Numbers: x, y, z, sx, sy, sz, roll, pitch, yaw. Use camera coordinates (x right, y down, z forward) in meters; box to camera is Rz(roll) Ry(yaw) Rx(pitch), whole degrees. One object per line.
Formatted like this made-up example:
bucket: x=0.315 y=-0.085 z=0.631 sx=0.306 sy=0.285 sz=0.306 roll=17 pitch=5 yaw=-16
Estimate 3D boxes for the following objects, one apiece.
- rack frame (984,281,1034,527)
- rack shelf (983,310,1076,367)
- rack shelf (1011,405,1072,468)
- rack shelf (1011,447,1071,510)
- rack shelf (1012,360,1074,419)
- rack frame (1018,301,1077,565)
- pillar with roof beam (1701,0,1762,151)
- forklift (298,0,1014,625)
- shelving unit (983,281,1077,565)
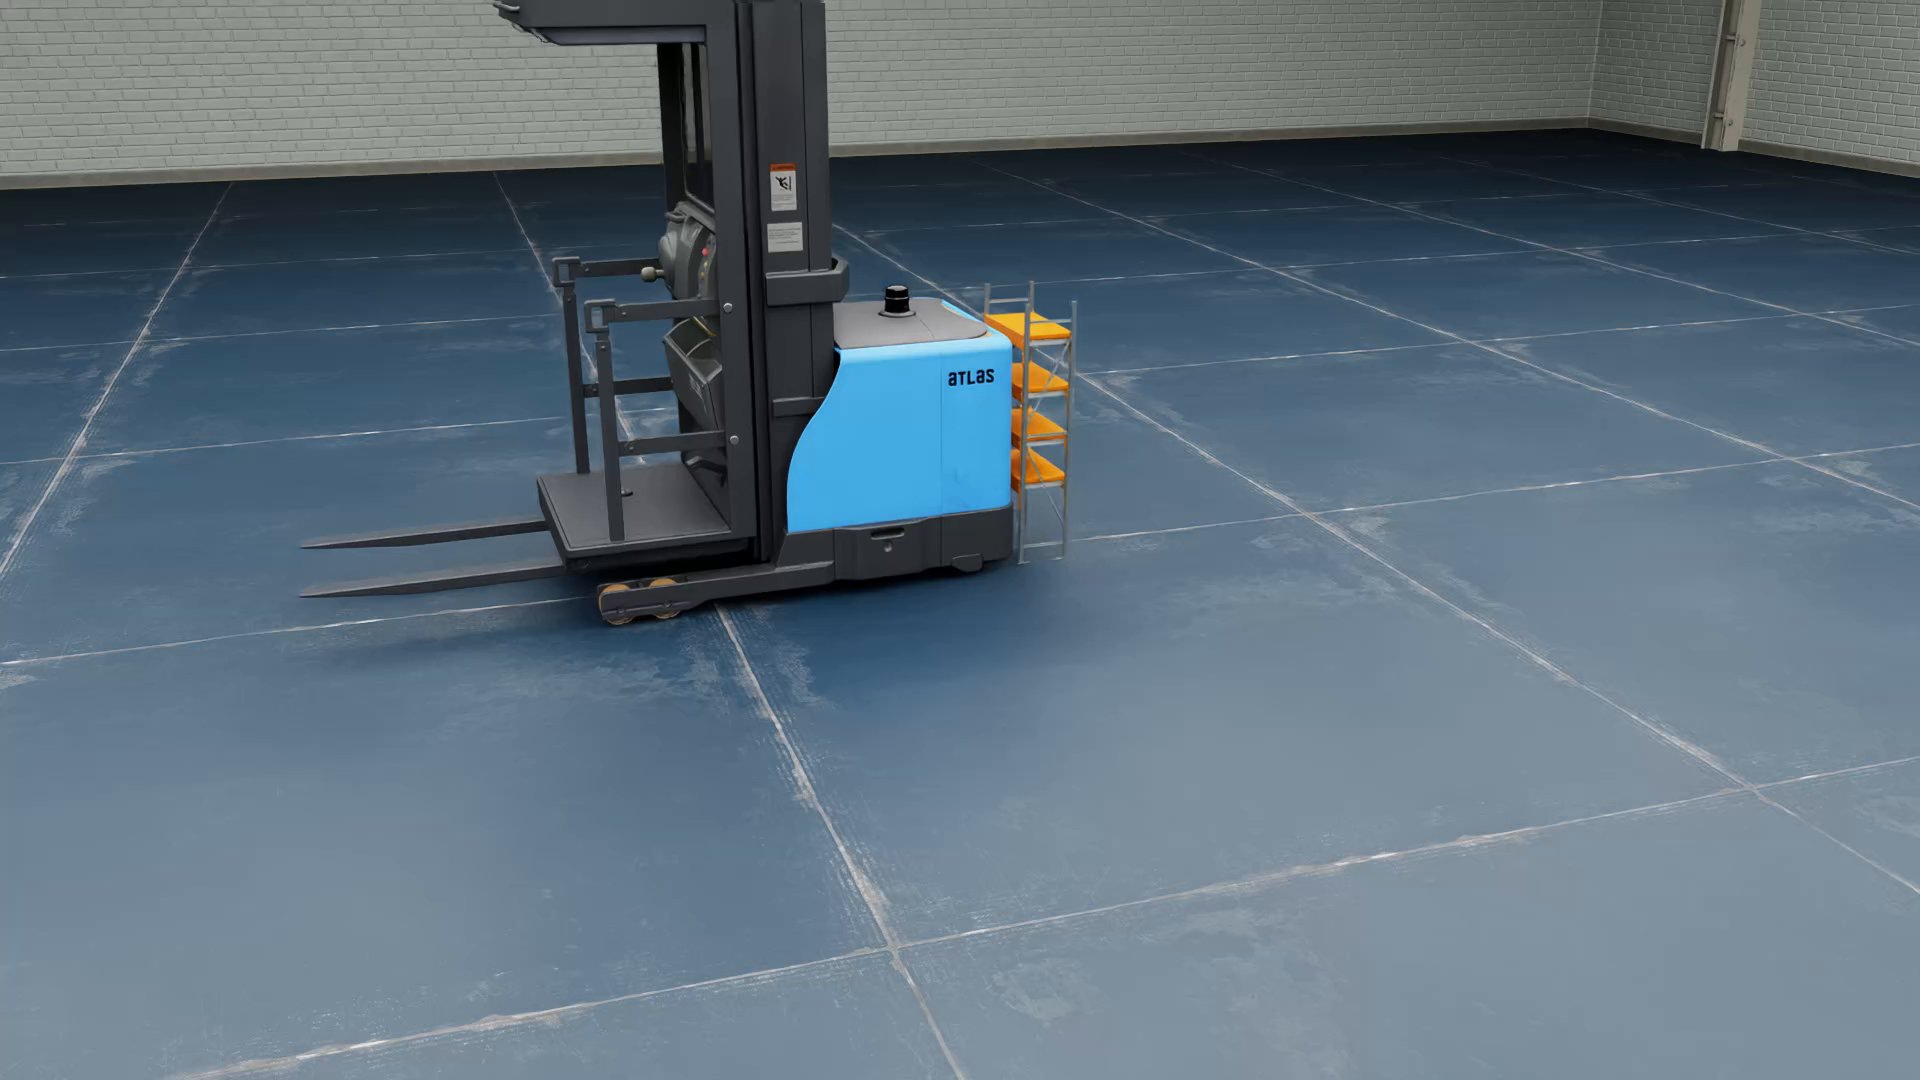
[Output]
rack frame: x=0.219 y=-0.622 z=7.868 sx=0.240 sy=1.200 sz=0.015 roll=-6 pitch=21 yaw=-19
rack shelf: x=0.309 y=-0.915 z=7.522 sx=0.258 sy=0.148 sz=0.480 roll=-6 pitch=21 yaw=-19
rack shelf: x=0.302 y=-0.482 z=7.675 sx=0.258 sy=0.148 sz=0.480 roll=-6 pitch=21 yaw=-19
rack shelf: x=0.299 y=-0.294 z=7.741 sx=0.258 sy=0.148 sz=0.480 roll=-6 pitch=21 yaw=-19
rack shelf: x=0.306 y=-0.692 z=7.600 sx=0.258 sy=0.148 sz=0.480 roll=-6 pitch=21 yaw=-19
rack frame: x=0.388 y=-0.468 z=7.437 sx=0.240 sy=1.200 sz=0.015 roll=-6 pitch=21 yaw=-19
pillar with roof beam: x=6.372 y=-9.157 z=20.099 sx=9.100 sy=9.000 sz=0.400 roll=-6 pitch=21 yaw=-17
forklift: x=-1.332 y=-1.227 z=6.997 sx=3.031 sy=2.935 sz=1.130 roll=-7 pitch=21 yaw=-19
shelving unit: x=0.303 y=-0.545 z=7.653 sx=0.258 sy=1.200 sz=0.503 roll=-6 pitch=21 yaw=-19
